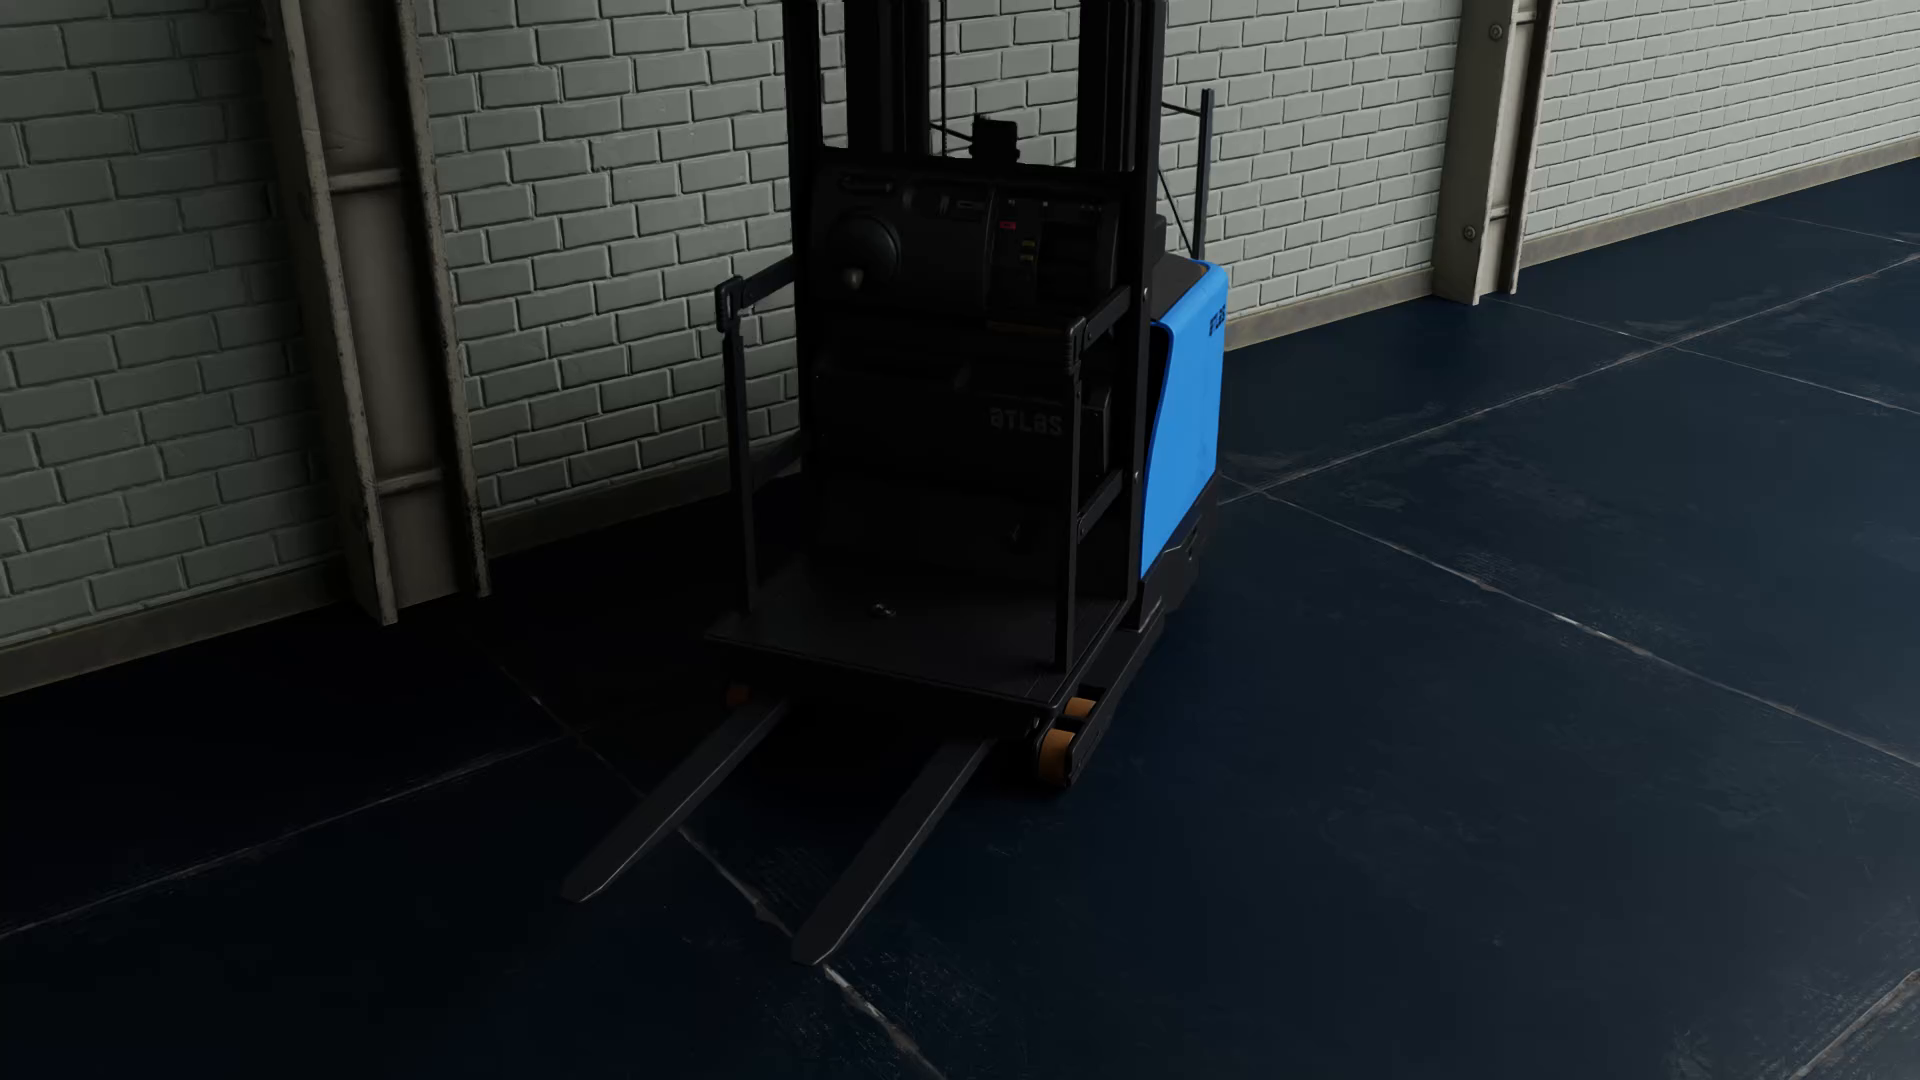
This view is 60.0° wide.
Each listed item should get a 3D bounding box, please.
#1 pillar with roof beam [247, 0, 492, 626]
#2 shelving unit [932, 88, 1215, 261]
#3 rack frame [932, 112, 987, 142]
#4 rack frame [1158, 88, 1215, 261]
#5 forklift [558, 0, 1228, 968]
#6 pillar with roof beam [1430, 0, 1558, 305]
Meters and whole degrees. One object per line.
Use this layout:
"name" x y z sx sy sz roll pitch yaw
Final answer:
"pillar with roof beam" 0.764 -2.466 0.874 0.400 9.000 9.100 -18 31 -34
"shelving unit" 0.418 -1.054 6.739 1.083 1.500 0.587 -13 28 -26
"rack frame" -0.035 -0.948 6.511 0.032 1.500 0.500 -13 28 -26
"rack frame" 0.854 -1.156 6.959 0.032 1.500 0.500 -13 28 -26
"forklift" -0.073 -0.826 4.548 1.130 2.935 3.031 10 27 20
"pillar with roof beam" 5.485 -4.025 4.233 0.400 9.000 9.100 -18 31 -34
